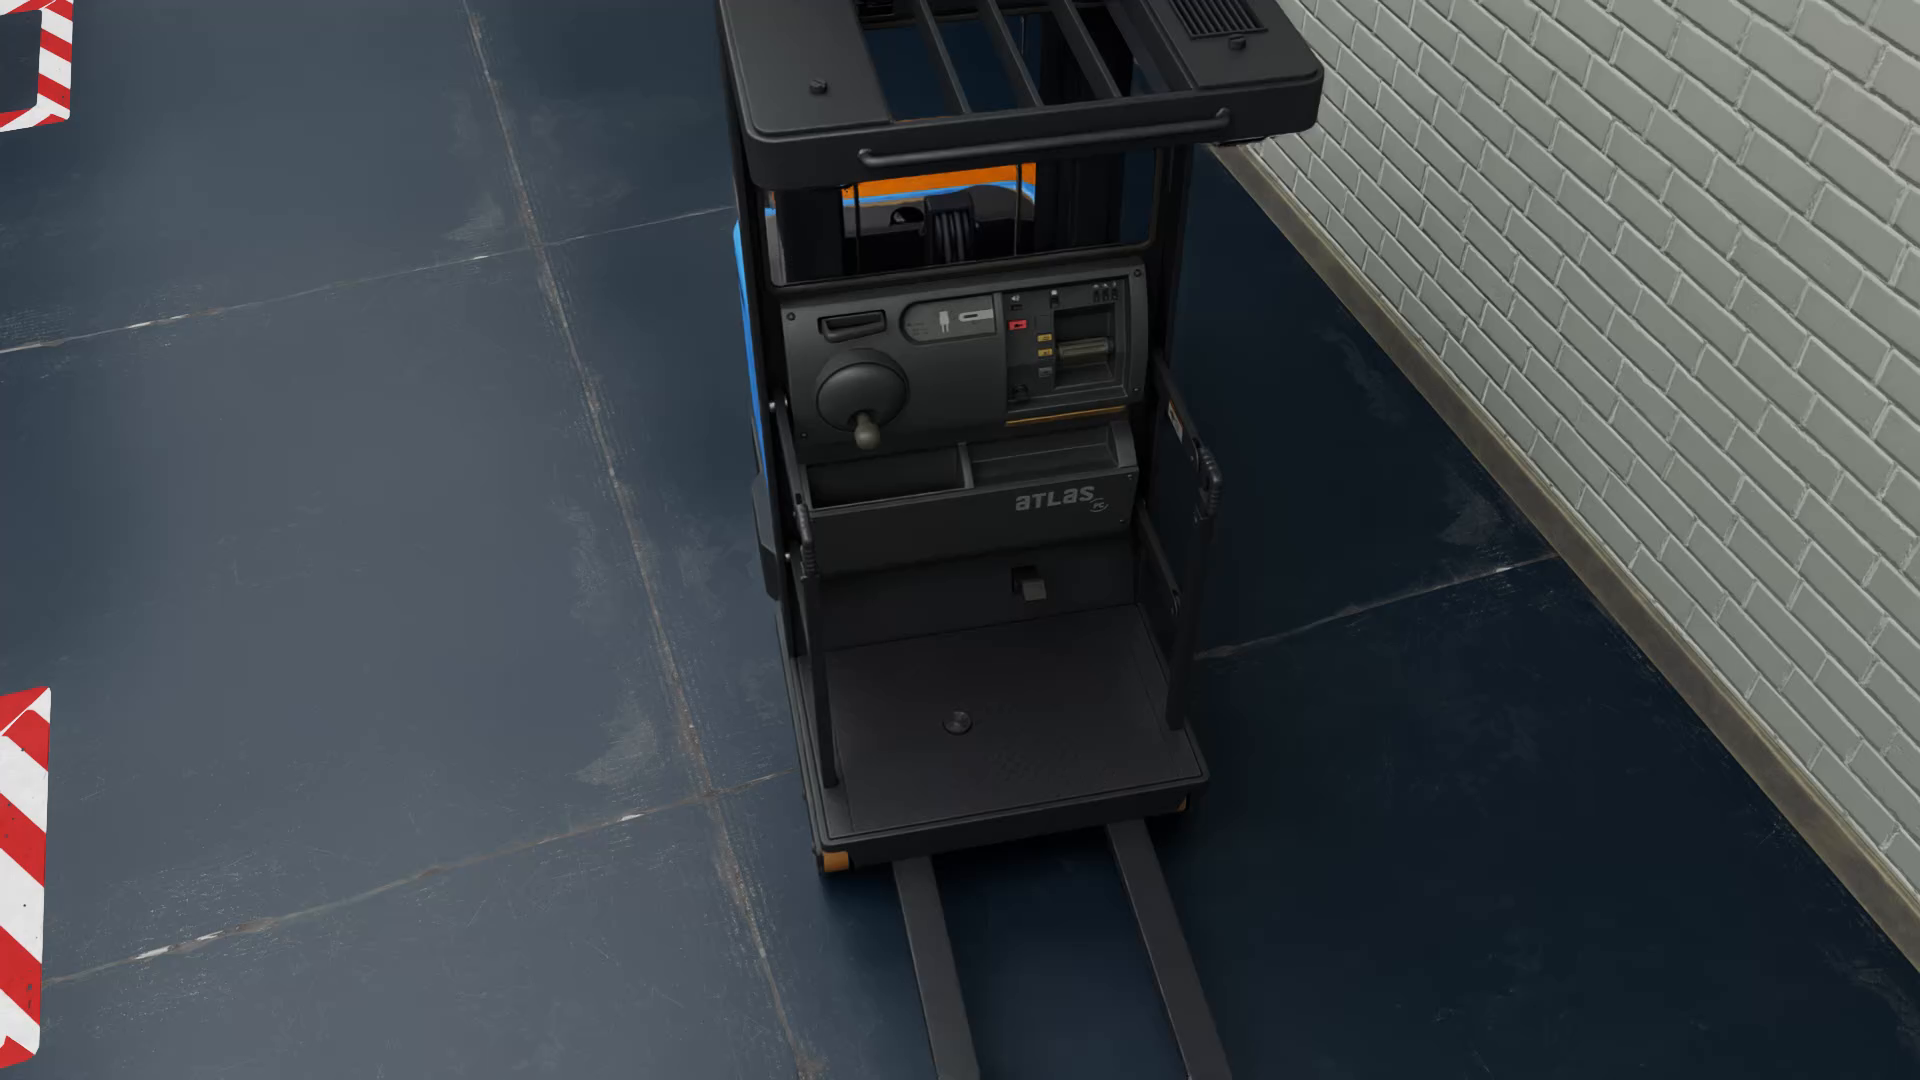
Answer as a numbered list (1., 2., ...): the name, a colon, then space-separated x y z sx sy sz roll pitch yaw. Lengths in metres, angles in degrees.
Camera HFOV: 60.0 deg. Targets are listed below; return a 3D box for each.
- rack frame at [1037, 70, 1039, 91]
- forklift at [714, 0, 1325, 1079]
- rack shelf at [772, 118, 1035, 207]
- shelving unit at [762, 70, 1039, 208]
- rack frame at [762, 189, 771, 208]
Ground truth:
1. rack frame: 0.329 -1.066 6.018 0.032 1.125 0.500 -7 45 -7
2. forklift: 0.067 -0.373 4.053 1.130 2.935 3.031 -8 46 -8
3. rack shelf: -0.173 -1.213 5.751 1.000 0.278 0.538 -7 45 -7
4. shelving unit: -0.173 -1.006 5.958 1.048 1.125 0.538 -7 45 -7
5. rack frame: -0.674 -0.945 5.898 0.032 1.125 0.500 -7 45 -7
